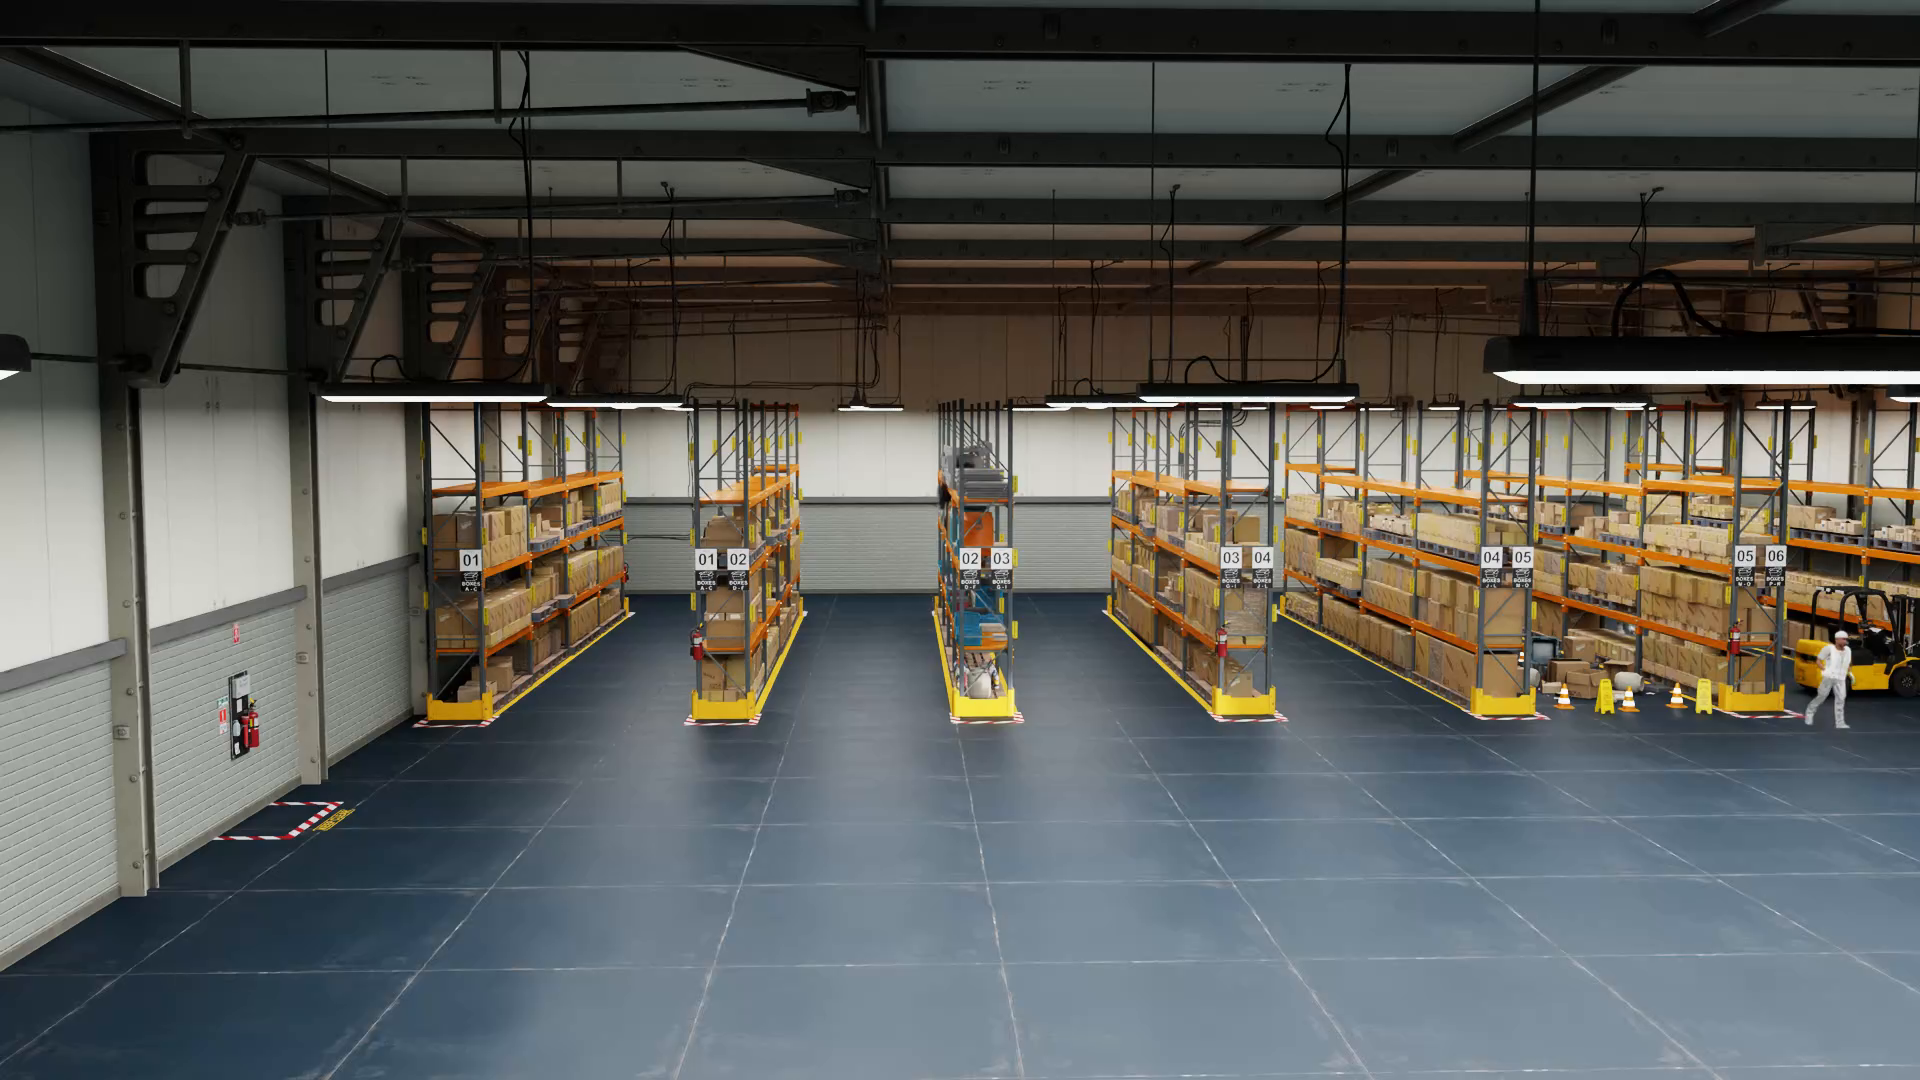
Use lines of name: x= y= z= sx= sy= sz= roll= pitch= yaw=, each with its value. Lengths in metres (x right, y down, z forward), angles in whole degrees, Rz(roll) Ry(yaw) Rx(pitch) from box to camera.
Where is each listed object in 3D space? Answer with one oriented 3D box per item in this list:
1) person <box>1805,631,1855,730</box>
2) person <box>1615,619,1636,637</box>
person: x=15.843 y=2.521 z=30.053 sx=0.725 sy=1.756 sz=1.005 roll=0 pitch=4 yaw=-5
person: x=16.476 y=1.744 z=41.025 sx=0.661 sy=1.740 sz=0.834 roll=-1 pitch=4 yaw=-11
